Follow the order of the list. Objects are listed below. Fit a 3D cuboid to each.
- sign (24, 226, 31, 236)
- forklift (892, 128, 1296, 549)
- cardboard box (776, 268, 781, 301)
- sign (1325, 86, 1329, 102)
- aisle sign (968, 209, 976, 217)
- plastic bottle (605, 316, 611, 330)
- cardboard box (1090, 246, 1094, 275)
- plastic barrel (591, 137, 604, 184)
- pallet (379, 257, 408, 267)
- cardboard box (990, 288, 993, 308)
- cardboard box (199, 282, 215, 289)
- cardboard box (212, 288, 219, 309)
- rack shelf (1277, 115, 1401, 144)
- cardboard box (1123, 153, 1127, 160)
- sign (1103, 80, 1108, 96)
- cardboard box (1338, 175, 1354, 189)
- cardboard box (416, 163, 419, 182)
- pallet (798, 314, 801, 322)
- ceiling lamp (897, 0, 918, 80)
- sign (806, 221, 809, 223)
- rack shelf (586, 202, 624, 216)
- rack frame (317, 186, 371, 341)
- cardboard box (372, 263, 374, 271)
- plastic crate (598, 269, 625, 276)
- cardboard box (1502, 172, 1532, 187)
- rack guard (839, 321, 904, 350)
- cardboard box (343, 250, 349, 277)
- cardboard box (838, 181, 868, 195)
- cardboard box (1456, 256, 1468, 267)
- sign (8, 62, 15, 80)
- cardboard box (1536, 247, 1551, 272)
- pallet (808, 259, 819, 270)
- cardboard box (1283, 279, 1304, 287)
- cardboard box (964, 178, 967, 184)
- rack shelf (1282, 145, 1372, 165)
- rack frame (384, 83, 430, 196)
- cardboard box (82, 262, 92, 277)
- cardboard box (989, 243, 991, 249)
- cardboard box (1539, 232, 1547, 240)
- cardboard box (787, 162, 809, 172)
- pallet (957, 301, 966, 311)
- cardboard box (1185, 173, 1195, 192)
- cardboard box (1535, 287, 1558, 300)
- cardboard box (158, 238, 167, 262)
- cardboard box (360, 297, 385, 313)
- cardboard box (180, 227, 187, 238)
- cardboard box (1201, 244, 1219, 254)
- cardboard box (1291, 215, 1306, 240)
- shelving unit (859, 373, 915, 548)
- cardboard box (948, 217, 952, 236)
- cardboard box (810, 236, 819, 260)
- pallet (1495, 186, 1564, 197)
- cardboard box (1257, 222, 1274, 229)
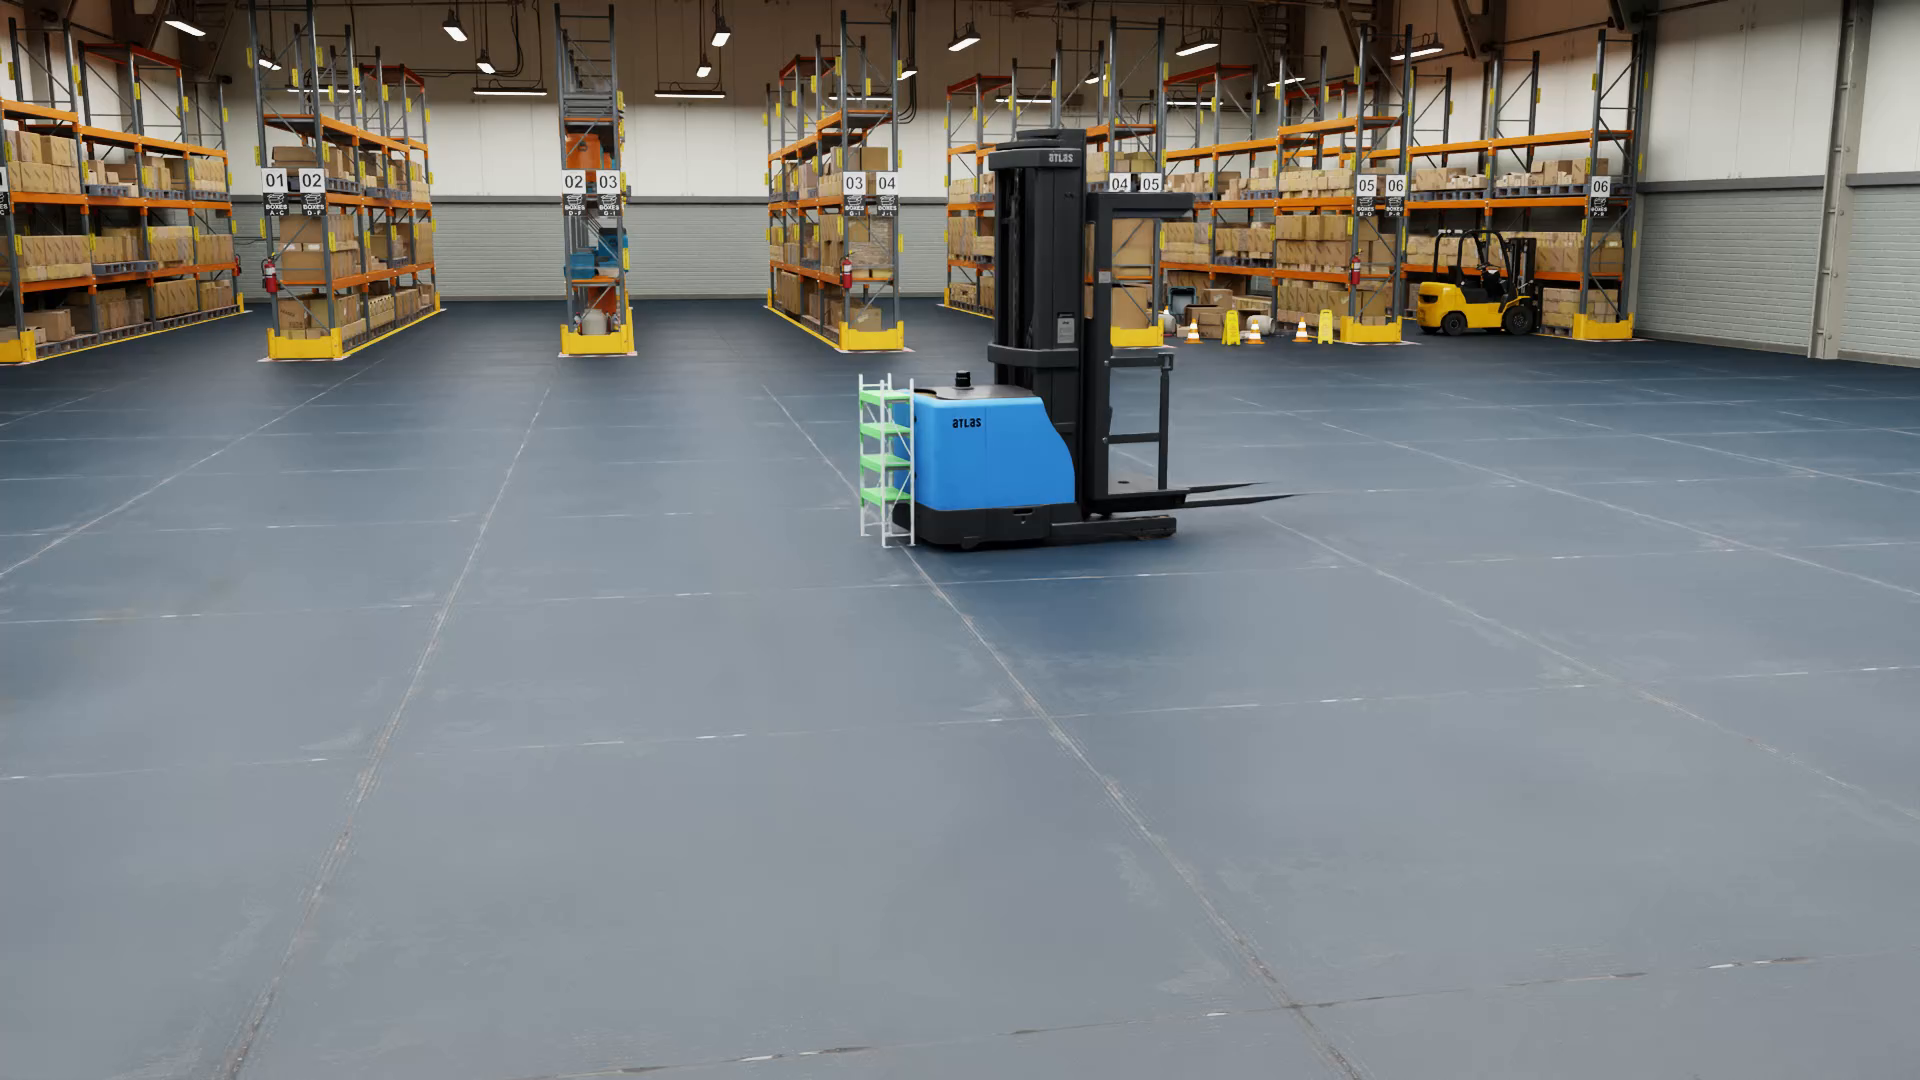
[{"bbox_3d":[-17.525,-5.748,31.275,0.100,0.325,0.005,-2,11,-11],"label":"sign"},{"bbox_3d":[1.062,-1.525,12.371,3.031,2.935,1.130,-4,12,-21],"label":"forklift"},{"bbox_3d":[-4.536,-6.989,45.453,0.875,0.875,0.875,-2,11,-11],"label":"cardboard box"},{"bbox_3d":[7.851,-9.562,35.656,0.100,0.325,0.005,-2,11,-11],"label":"sign"},{"bbox_3d":[0.426,-9.404,46.630,0.394,0.787,0.004,-2,11,-11],"label":"aisle sign"},{"bbox_3d":[-6.959,-4.285,32.796,0.152,0.276,0.135,-2,11,-11],"label":"plastic bottle"},{"bbox_3d":[3.013,-5.408,32.189,0.875,0.550,0.550,-2,11,-11],"label":"cardboard box"},{"bbox_3d":[-7.175,-7.300,32.040,0.600,0.901,0.708,-2,11,-11],"label":"plastic barrel"},{"bbox_3d":[-13.284,-6.376,38.188,1.003,0.211,1.213,-2,11,-11],"label":"pallet"},{"bbox_3d":[1.027,-6.010,41.311,0.500,0.500,0.500,-2,11,-10],"label":"cardboard box"},{"bbox_3d":[-18.572,-6.270,40.944,0.380,0.149,0.250,-2,11,-13],"label":"cardboard box"},{"bbox_3d":[-18.774,-5.973,41.116,0.700,0.500,0.500,-2,11,-10],"label":"cardboard box"},{"bbox_3d":[7.704,-8.326,33.805,1.077,0.370,4.000,-2,11,-11],"label":"rack shelf"},{"bbox_3d":[3.359,-7.378,32.062,0.380,0.149,0.250,-2,11,-10],"label":"cardboard box"},{"bbox_3d":[3.029,-9.401,34.602,0.100,0.325,0.005,-2,11,-11],"label":"sign"},{"bbox_3d":[7.730,-6.997,32.518,0.500,0.250,0.500,-2,11,-12],"label":"cardboard box"},{"bbox_3d":[-14.125,-9.319,42.172,0.700,0.500,0.500,-2,11,-11],"label":"cardboard box"},{"bbox_3d":[-3.263,-5.251,39.221,1.003,0.211,1.213,-2,11,-11],"label":"pallet"},{"bbox_3d":[-1.096,-12.969,40.657,0.800,3.185,2.000,-2,11,-11],"label":"ceiling lamp"},{"bbox_3d":[-4.204,-8.643,45.855,0.100,0.325,0.005,-2,11,-11],"label":"sign"},{"bbox_3d":[-7.653,-7.047,35.100,1.077,0.370,4.000,-2,11,-11],"label":"rack shelf"},{"bbox_3d":[-12.123,-5.381,32.443,1.000,3.000,0.127,-2,11,-11],"label":"rack frame"},{"bbox_3d":[-12.598,-5.759,35.103,0.380,0.149,0.250,-1,11,-7],"label":"cardboard box"},{"bbox_3d":[-6.699,-5.142,31.894,0.530,0.136,0.437,-2,11,-11],"label":"plastic crate"},{"bbox_3d":[12.106,-7.805,36.009,0.500,0.311,0.500,-2,11,-10],"label":"cardboard box"},{"bbox_3d":[-1.642,-3.792,30.785,1.175,0.500,0.348,-2,11,-11],"label":"rack guard"},{"bbox_3d":[-11.828,-5.160,31.016,0.700,0.500,0.500,-2,11,-10],"label":"cardboard box"},{"bbox_3d":[-1.970,-6.486,30.627,0.500,0.250,0.500,-2,11,-10],"label":"cardboard box"},{"bbox_3d":[11.726,-6.383,38.111,0.500,0.250,0.500,-2,11,-11],"label":"cardboard box"},{"bbox_3d":[-17.525,-8.662,30.718,0.100,0.325,0.005,-2,11,-11],"label":"sign"},{"bbox_3d":[12.416,-5.867,34.733,0.500,0.500,0.500,-2,11,-12],"label":"cardboard box"},{"bbox_3d":[-2.758,-6.018,36.305,1.003,0.211,1.213,-2,11,-11],"label":"pallet"},{"bbox_3d":[7.131,-5.500,35.561,0.380,0.149,0.250,-2,11,-10],"label":"cardboard box"},{"bbox_3d":[0.318,-9.494,44.031,0.380,0.149,0.250,-2,11,-11],"label":"cardboard box"},{"bbox_3d":[10.239,-10.708,46.320,1.077,0.370,4.000,-2,11,-11],"label":"rack shelf"},{"bbox_3d":[-14.457,-10.528,43.445,1.000,3.000,0.127,-2,11,-11],"label":"rack frame"},{"bbox_3d":[-16.592,-5.060,31.107,0.500,0.250,0.500,-2,11,-11],"label":"cardboard box"},{"bbox_3d":[0.906,-7.175,40.625,0.380,0.149,0.250,-2,11,-10],"label":"cardboard box"},{"bbox_3d":[12.339,-6.350,34.741,0.380,0.149,0.250,-2,11,-10],"label":"cardboard box"},{"bbox_3d":[-4.138,-9.527,42.540,0.500,0.250,0.500,-3,11,-15],"label":"cardboard box"},{"bbox_3d":[0.518,-6.345,44.970,1.003,0.211,1.213,-2,11,-11],"label":"pallet"},{"bbox_3d":[5.910,-8.876,41.394,0.500,0.500,0.500,-2,11,-10],"label":"cardboard box"},{"bbox_3d":[12.353,-5.153,34.807,0.500,0.250,0.500,-2,11,-10],"label":"cardboard box"},{"bbox_3d":[-17.696,-6.333,36.332,0.500,0.500,0.500,-2,11,-9],"label":"cardboard box"},{"bbox_3d":[-12.259,-4.878,34.535,0.500,0.311,0.500,-2,11,-9],"label":"cardboard box"},{"bbox_3d":[-18.106,-7.070,38.197,0.500,0.250,0.500,-2,11,-10],"label":"cardboard box"},{"bbox_3d":[6.194,-7.086,40.465,0.500,0.250,0.500,-2,11,-11],"label":"cardboard box"},{"bbox_3d":[7.337,-6.511,34.644,0.700,0.500,0.500,-2,11,-12],"label":"cardboard box"},{"bbox_3d":[-0.532,-0.584,12.054,0.258,1.200,0.503,-4,12,-21],"label":"shelving unit"},{"bbox_3d":[-0.027,-8.697,46.132,0.500,0.500,0.500,-2,11,-11],"label":"cardboard box"},{"bbox_3d":[-2.833,-6.312,35.936,0.797,0.503,0.637,-1,11,-5],"label":"cardboard box"},{"bbox_3d":[12.375,-7.556,36.088,1.003,0.211,1.213,-2,11,-11],"label":"pallet"},{"bbox_3d":[6.857,-7.023,37.152,0.380,0.149,0.250,-2,11,-13],"label":"cardboard box"}]
